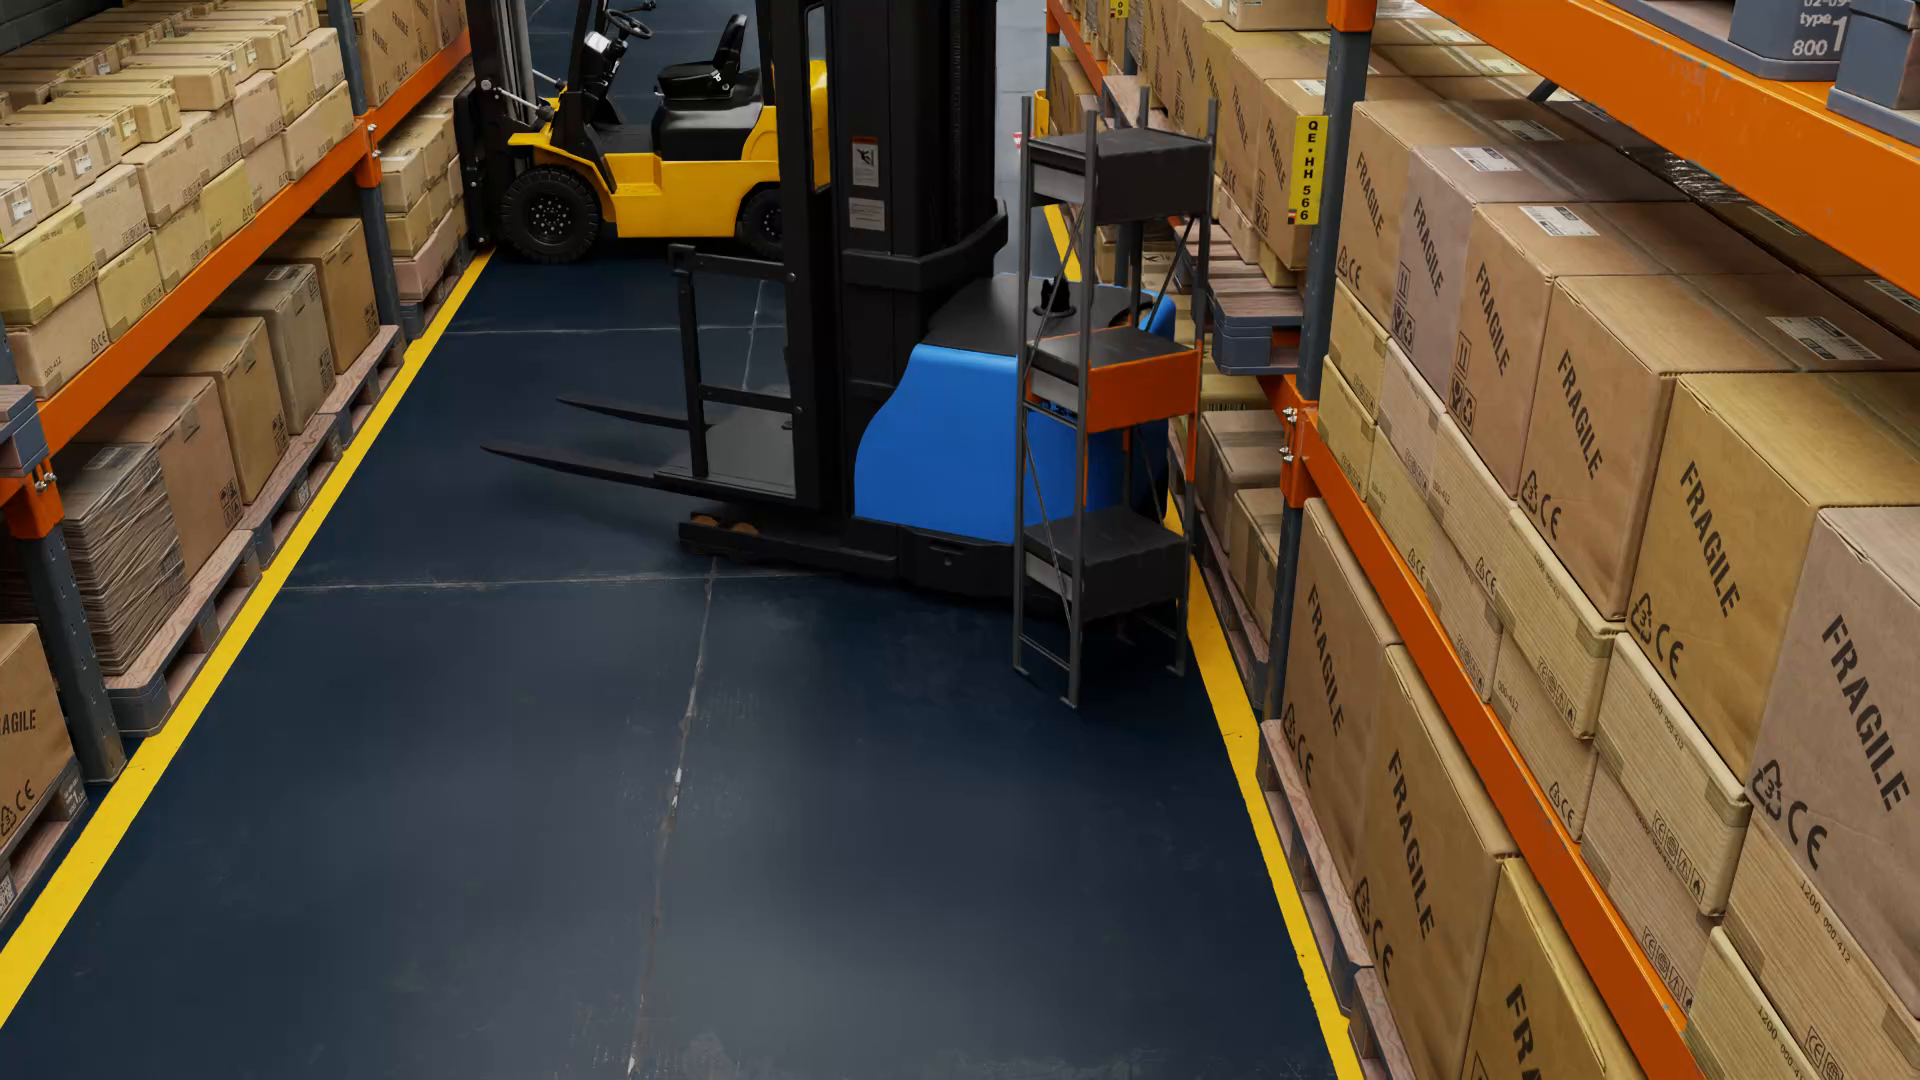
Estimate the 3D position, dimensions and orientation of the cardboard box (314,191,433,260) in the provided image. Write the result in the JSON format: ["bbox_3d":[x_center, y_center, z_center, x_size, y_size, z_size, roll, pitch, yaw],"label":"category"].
[{"bbox_3d":[-3.305,-1.781,9.399,0.500,0.250,0.500,-2,28,-3],"label":"cardboard box"}]

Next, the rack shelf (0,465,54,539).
[{"bbox_3d":[-3.275,0.729,3.387,1.077,0.370,4.000,-1,28,-3],"label":"rack shelf"}]

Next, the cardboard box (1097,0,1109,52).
[{"bbox_3d":[1.064,-3.096,9.512,0.500,0.500,0.500,0,28,-1],"label":"cardboard box"}]

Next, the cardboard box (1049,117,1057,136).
[{"bbox_3d":[0.926,-2.918,12.120,0.500,0.250,0.500,-2,28,-3],"label":"cardboard box"}]

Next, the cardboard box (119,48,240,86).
[{"bbox_3d":[-3.252,-1.951,6.938,0.380,0.149,0.250,-1,28,-2],"label":"cardboard box"}]

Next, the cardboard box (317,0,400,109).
[{"bbox_3d":[-3.350,-2.617,8.915,0.500,0.500,0.500,-2,28,-4],"label":"cardboard box"}]

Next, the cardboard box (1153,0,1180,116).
[{"bbox_3d":[1.146,-2.162,7.267,0.500,0.500,0.500,-2,28,-3],"label":"cardboard box"}]

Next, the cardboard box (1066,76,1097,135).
[{"bbox_3d":[0.977,-2.766,11.018,0.500,0.500,0.500,-1,28,-2],"label":"cardboard box"}]

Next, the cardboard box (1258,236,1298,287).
[{"bbox_3d":[1.239,-0.978,5.699,0.380,0.149,0.250,-1,28,-2],"label":"cardboard box"}]

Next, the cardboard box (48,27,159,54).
[{"bbox_3d":[-3.776,-2.168,7.353,0.380,0.149,0.250,-2,28,-3],"label":"cardboard box"}]

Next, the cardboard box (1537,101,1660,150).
[{"bbox_3d":[1.866,-0.891,4.525,0.500,0.500,0.500,-2,28,-4],"label":"cardboard box"}]

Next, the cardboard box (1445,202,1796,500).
[{"bbox_3d":[1.406,-0.421,3.625,0.500,0.500,0.500,-1,28,-1],"label":"cardboard box"}]

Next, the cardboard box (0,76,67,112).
[{"bbox_3d":[-3.698,-1.700,6.456,0.380,0.149,0.250,-1,28,-1],"label":"cardboard box"}]

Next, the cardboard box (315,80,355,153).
[{"bbox_3d":[-3.300,-2.068,8.134,0.500,0.250,0.500,-1,28,-1],"label":"cardboard box"}]

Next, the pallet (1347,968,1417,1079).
[{"bbox_3d":[1.604,1.529,4.090,1.003,0.211,1.213,-1,28,-3],"label":"pallet"}]

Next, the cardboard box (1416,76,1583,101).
[{"bbox_3d":[1.785,-1.211,5.445,0.500,0.500,0.500,-2,28,-4],"label":"cardboard box"}]

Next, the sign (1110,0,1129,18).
[{"bbox_3d":[0.827,-2.850,8.534,0.100,0.325,0.005,-1,28,-3],"label":"sign"}]

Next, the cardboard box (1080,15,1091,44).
[{"bbox_3d":[0.958,-3.218,10.448,0.380,0.149,0.250,-1,28,-2],"label":"cardboard box"}]

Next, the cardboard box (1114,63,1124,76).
[{"bbox_3d":[1.048,-2.512,9.095,0.380,0.149,0.250,-2,28,-3],"label":"cardboard box"}]

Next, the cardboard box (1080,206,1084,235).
[{"bbox_3d":[1.032,-1.962,10.287,0.500,0.250,0.500,-2,28,-4],"label":"cardboard box"}]

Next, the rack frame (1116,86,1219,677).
[{"bbox_3d":[0.727,-0.525,5.956,0.015,2.100,0.400,-13,26,-29],"label":"rack frame"}]

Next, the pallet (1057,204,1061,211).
[{"bbox_3d":[1.171,-2.682,12.165,1.003,0.211,1.213,-1,28,-3],"label":"pallet"}]

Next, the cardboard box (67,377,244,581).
[{"bbox_3d":[-3.440,-0.237,6.575,0.875,0.625,0.625,-1,28,-1],"label":"cardboard box"}]

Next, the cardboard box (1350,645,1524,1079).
[{"bbox_3d":[1.573,0.853,4.213,0.875,0.875,0.875,-1,28,-2],"label":"cardboard box"}]

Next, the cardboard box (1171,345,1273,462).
[{"bbox_3d":[1.478,-0.609,7.561,0.950,0.372,0.625,0,28,-1],"label":"cardboard box"}]

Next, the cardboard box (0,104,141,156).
[{"bbox_3d":[-3.225,-1.477,6.029,0.380,0.149,0.250,-1,28,-2],"label":"cardboard box"}]

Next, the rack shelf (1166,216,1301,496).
[{"bbox_3d":[1.473,-1.240,7.162,1.077,0.370,4.000,-1,28,-3],"label":"rack shelf"}]

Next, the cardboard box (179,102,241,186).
[{"bbox_3d":[-3.244,-1.589,6.674,0.500,0.250,0.500,-1,28,-2],"label":"cardboard box"}]

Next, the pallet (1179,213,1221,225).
[{"bbox_3d":[1.433,-1.464,7.020,1.003,0.211,1.213,-1,28,-3],"label":"pallet"}]

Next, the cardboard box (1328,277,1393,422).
[{"bbox_3d":[1.357,-0.551,4.684,0.500,0.250,0.500,-2,28,-3],"label":"cardboard box"}]

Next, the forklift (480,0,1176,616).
[{"bbox_3d":[-0.662,-1.417,6.798,3.031,2.935,1.130,10,29,19],"label":"forklift"}]

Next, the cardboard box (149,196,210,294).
[{"bbox_3d":[-3.213,-1.128,6.332,0.500,0.250,0.500,-2,28,-4],"label":"cardboard box"}]

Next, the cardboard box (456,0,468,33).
[{"bbox_3d":[-3.464,-3.555,10.715,0.500,0.500,0.500,-2,28,-4],"label":"cardboard box"}]

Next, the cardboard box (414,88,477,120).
[{"bbox_3d":[-3.374,-2.711,10.642,0.500,0.250,0.500,-2,28,-4],"label":"cardboard box"}]

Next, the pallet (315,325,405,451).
[{"bbox_3d":[-3.510,-0.785,8.528,1.003,0.211,1.213,-1,28,-3],"label":"pallet"}]

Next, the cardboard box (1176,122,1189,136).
[{"bbox_3d":[1.122,-1.692,7.068,0.380,0.149,0.250,0,28,-1],"label":"cardboard box"}]

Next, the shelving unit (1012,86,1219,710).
[{"bbox_3d":[0.520,-0.476,5.837,0.503,2.100,0.431,-13,26,-29],"label":"shelving unit"}]

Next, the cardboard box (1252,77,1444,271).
[{"bbox_3d":[1.276,-1.201,5.425,0.500,0.500,0.500,-2,28,-4],"label":"cardboard box"}]

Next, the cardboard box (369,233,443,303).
[{"bbox_3d":[-3.283,-1.560,9.516,0.500,0.250,0.500,-1,28,-2],"label":"cardboard box"}]

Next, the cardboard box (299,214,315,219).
[{"bbox_3d":[-3.818,-1.770,9.378,0.500,0.250,0.500,-2,28,-4],"label":"cardboard box"}]

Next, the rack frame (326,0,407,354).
[{"bbox_3d":[-3.588,-2.361,8.533,1.000,3.000,0.127,-1,28,-3],"label":"rack frame"}]

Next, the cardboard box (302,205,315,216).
[{"bbox_3d":[-3.807,-1.994,9.268,0.500,0.250,0.500,-1,28,-2],"label":"cardboard box"}]

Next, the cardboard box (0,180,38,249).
[{"bbox_3d":[-3.102,-1.000,5.114,0.380,0.149,0.250,-1,28,-1],"label":"cardboard box"}]

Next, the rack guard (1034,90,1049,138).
[{"bbox_3d":[1.164,-3.186,12.819,1.175,0.500,0.348,-1,28,-3],"label":"rack guard"}]

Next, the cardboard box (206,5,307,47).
[{"bbox_3d":[-3.317,-2.422,7.840,0.380,0.149,0.250,-2,28,-3],"label":"cardboard box"}]

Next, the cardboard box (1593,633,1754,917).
[{"bbox_3d":[1.454,0.389,2.882,0.500,0.250,0.500,-1,28,-1],"label":"cardboard box"}]

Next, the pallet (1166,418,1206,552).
[{"bbox_3d":[1.478,-0.322,7.639,1.003,0.211,1.213,-1,28,-3],"label":"pallet"}]

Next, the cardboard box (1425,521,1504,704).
[{"bbox_3d":[1.418,0.142,3.896,0.500,0.250,0.500,0,28,-1],"label":"cardboard box"}]
